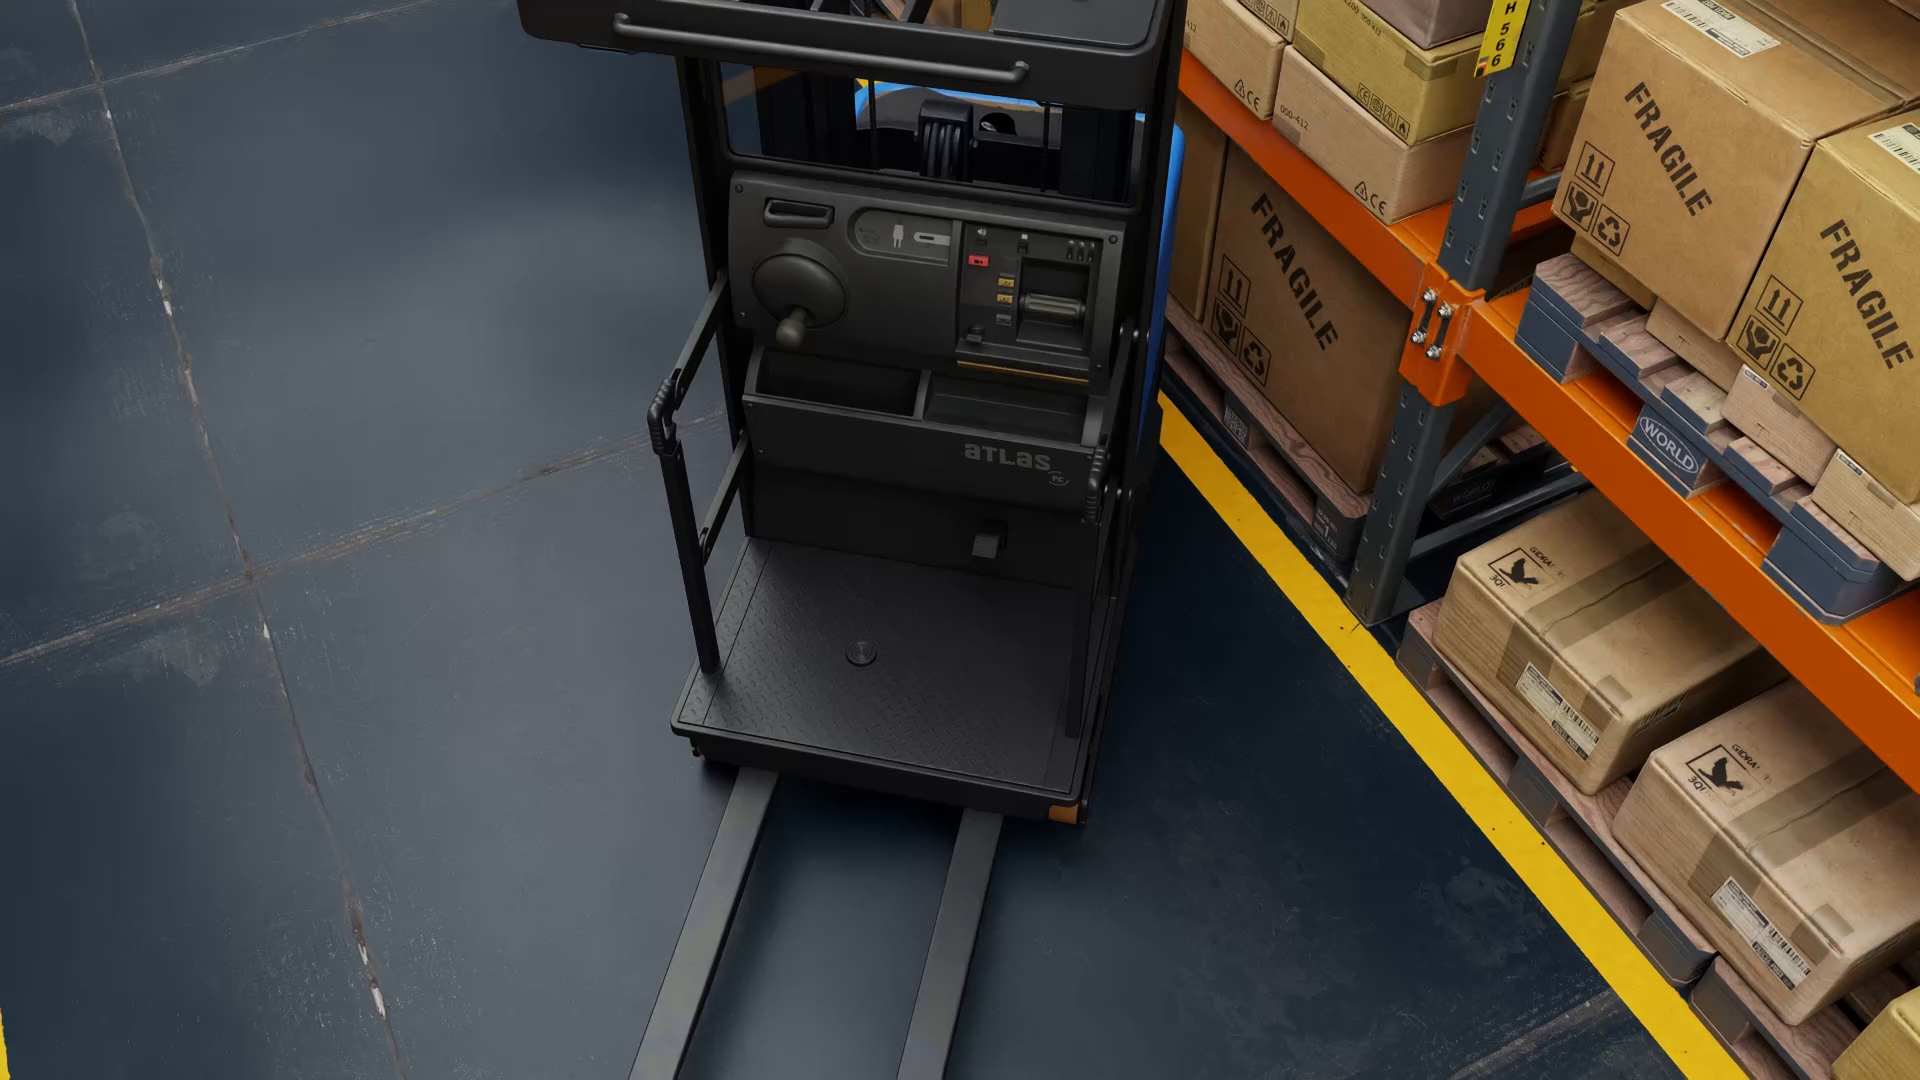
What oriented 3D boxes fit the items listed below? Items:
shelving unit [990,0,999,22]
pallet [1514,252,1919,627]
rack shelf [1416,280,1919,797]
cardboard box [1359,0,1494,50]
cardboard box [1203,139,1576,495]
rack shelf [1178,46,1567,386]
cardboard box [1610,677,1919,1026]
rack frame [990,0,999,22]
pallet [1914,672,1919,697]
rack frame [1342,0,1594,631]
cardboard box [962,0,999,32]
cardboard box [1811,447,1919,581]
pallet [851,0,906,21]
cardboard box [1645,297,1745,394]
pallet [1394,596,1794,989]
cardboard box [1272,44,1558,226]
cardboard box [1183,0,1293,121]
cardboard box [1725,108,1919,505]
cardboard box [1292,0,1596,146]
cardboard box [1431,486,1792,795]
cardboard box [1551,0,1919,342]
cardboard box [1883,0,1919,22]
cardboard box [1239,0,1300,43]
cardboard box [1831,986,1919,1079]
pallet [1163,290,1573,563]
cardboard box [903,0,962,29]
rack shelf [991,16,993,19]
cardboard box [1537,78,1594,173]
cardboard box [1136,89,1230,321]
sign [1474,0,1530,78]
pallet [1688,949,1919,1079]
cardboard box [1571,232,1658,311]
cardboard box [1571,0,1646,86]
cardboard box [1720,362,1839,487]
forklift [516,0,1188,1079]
[{"bbox_3d":[0.344,-1.251,5.532,0.258,1.200,0.503,-23,51,-15],"label":"shelving unit"},{"bbox_3d":[2.061,-0.426,3.757,1.213,0.211,1.003,-21,52,-18],"label":"pallet"},{"bbox_3d":[2.556,0.646,3.170,1.077,0.370,4.000,-21,52,-18],"label":"rack shelf"},{"bbox_3d":[1.171,-1.547,3.880,0.500,0.500,0.500,-22,53,-18],"label":"cardboard box"},{"bbox_3d":[1.398,-0.859,5.141,0.875,0.875,0.875,-22,52,-18],"label":"cardboard box"},{"bbox_3d":[0.725,-2.031,5.511,1.077,0.370,4.000,-21,52,-18],"label":"rack shelf"},{"bbox_3d":[2.235,0.670,4.138,0.950,0.372,0.625,-22,52,-18],"label":"cardboard box"},{"bbox_3d":[0.234,-1.412,5.679,0.240,1.200,0.015,-23,51,-15],"label":"rack frame"},{"bbox_3d":[2.583,0.445,2.996,1.003,0.211,1.213,-21,52,-18],"label":"pallet"},{"bbox_3d":[1.641,-0.929,4.070,1.000,3.000,0.127,-21,52,-18],"label":"rack frame"},{"bbox_3d":[0.585,-2.056,6.188,0.875,0.875,0.875,-20,52,-16],"label":"cardboard box"},{"bbox_3d":[1.915,-0.112,3.243,0.380,0.149,0.250,-21,52,-17],"label":"cardboard box"},{"bbox_3d":[0.230,-2.198,7.032,1.003,0.211,1.213,-21,52,-18],"label":"pallet"},{"bbox_3d":[1.723,-0.502,3.584,0.380,0.149,0.250,-24,53,-20],"label":"cardboard box"},{"bbox_3d":[1.997,0.512,4.662,1.003,0.211,1.213,-21,52,-18],"label":"pallet"},{"bbox_3d":[1.178,-1.129,4.344,0.500,0.250,0.500,-23,53,-19],"label":"cardboard box"},{"bbox_3d":[0.931,-1.465,4.638,0.500,0.250,0.500,-20,52,-17],"label":"cardboard box"},{"bbox_3d":[1.885,-0.471,3.126,0.500,0.500,0.500,-19,51,-16],"label":"cardboard box"},{"bbox_3d":[1.193,-1.281,4.145,0.500,0.250,0.500,-21,52,-18],"label":"cardboard box"},{"bbox_3d":[1.890,0.179,4.567,0.950,0.372,0.625,-24,53,-20],"label":"cardboard box"},{"bbox_3d":[1.641,-0.817,3.429,0.500,0.500,0.500,-23,53,-19],"label":"cardboard box"},{"bbox_3d":[2.096,-0.990,3.580,0.500,0.500,0.500,-23,53,-19],"label":"cardboard box"},{"bbox_3d":[0.955,-1.623,4.444,0.500,0.250,0.500,-22,53,-18],"label":"cardboard box"},{"bbox_3d":[2.577,1.180,3.692,0.950,0.372,0.625,-20,52,-16],"label":"cardboard box"},{"bbox_3d":[1.347,-0.565,5.604,1.003,0.211,1.213,-21,52,-18],"label":"pallet"},{"bbox_3d":[0.165,-2.658,6.714,0.875,0.875,0.875,-20,52,-16],"label":"cardboard box"},{"bbox_3d":[0.322,-1.507,5.235,0.258,0.148,0.480,-23,51,-15],"label":"rack shelf"},{"bbox_3d":[1.640,-1.294,4.489,0.500,0.250,0.500,-22,52,-18],"label":"cardboard box"},{"bbox_3d":[0.994,-1.457,5.664,0.875,0.875,0.875,-21,52,-17],"label":"cardboard box"},{"bbox_3d":[1.149,-1.117,3.465,0.100,0.325,0.005,-21,52,-18],"label":"sign"},{"bbox_3d":[2.551,1.328,3.948,1.003,0.211,1.213,-21,52,-18],"label":"pallet"},{"bbox_3d":[1.624,-0.703,3.760,0.380,0.149,0.250,-24,53,-20],"label":"cardboard box"},{"bbox_3d":[1.628,-1.469,4.309,0.500,0.250,0.500,-22,52,-18],"label":"cardboard box"},{"bbox_3d":[1.808,-0.303,3.410,0.380,0.149,0.250,-24,53,-20],"label":"cardboard box"},{"bbox_3d":[-0.133,-0.506,3.745,1.130,2.935,3.031,9,49,8],"label":"forklift"}]
